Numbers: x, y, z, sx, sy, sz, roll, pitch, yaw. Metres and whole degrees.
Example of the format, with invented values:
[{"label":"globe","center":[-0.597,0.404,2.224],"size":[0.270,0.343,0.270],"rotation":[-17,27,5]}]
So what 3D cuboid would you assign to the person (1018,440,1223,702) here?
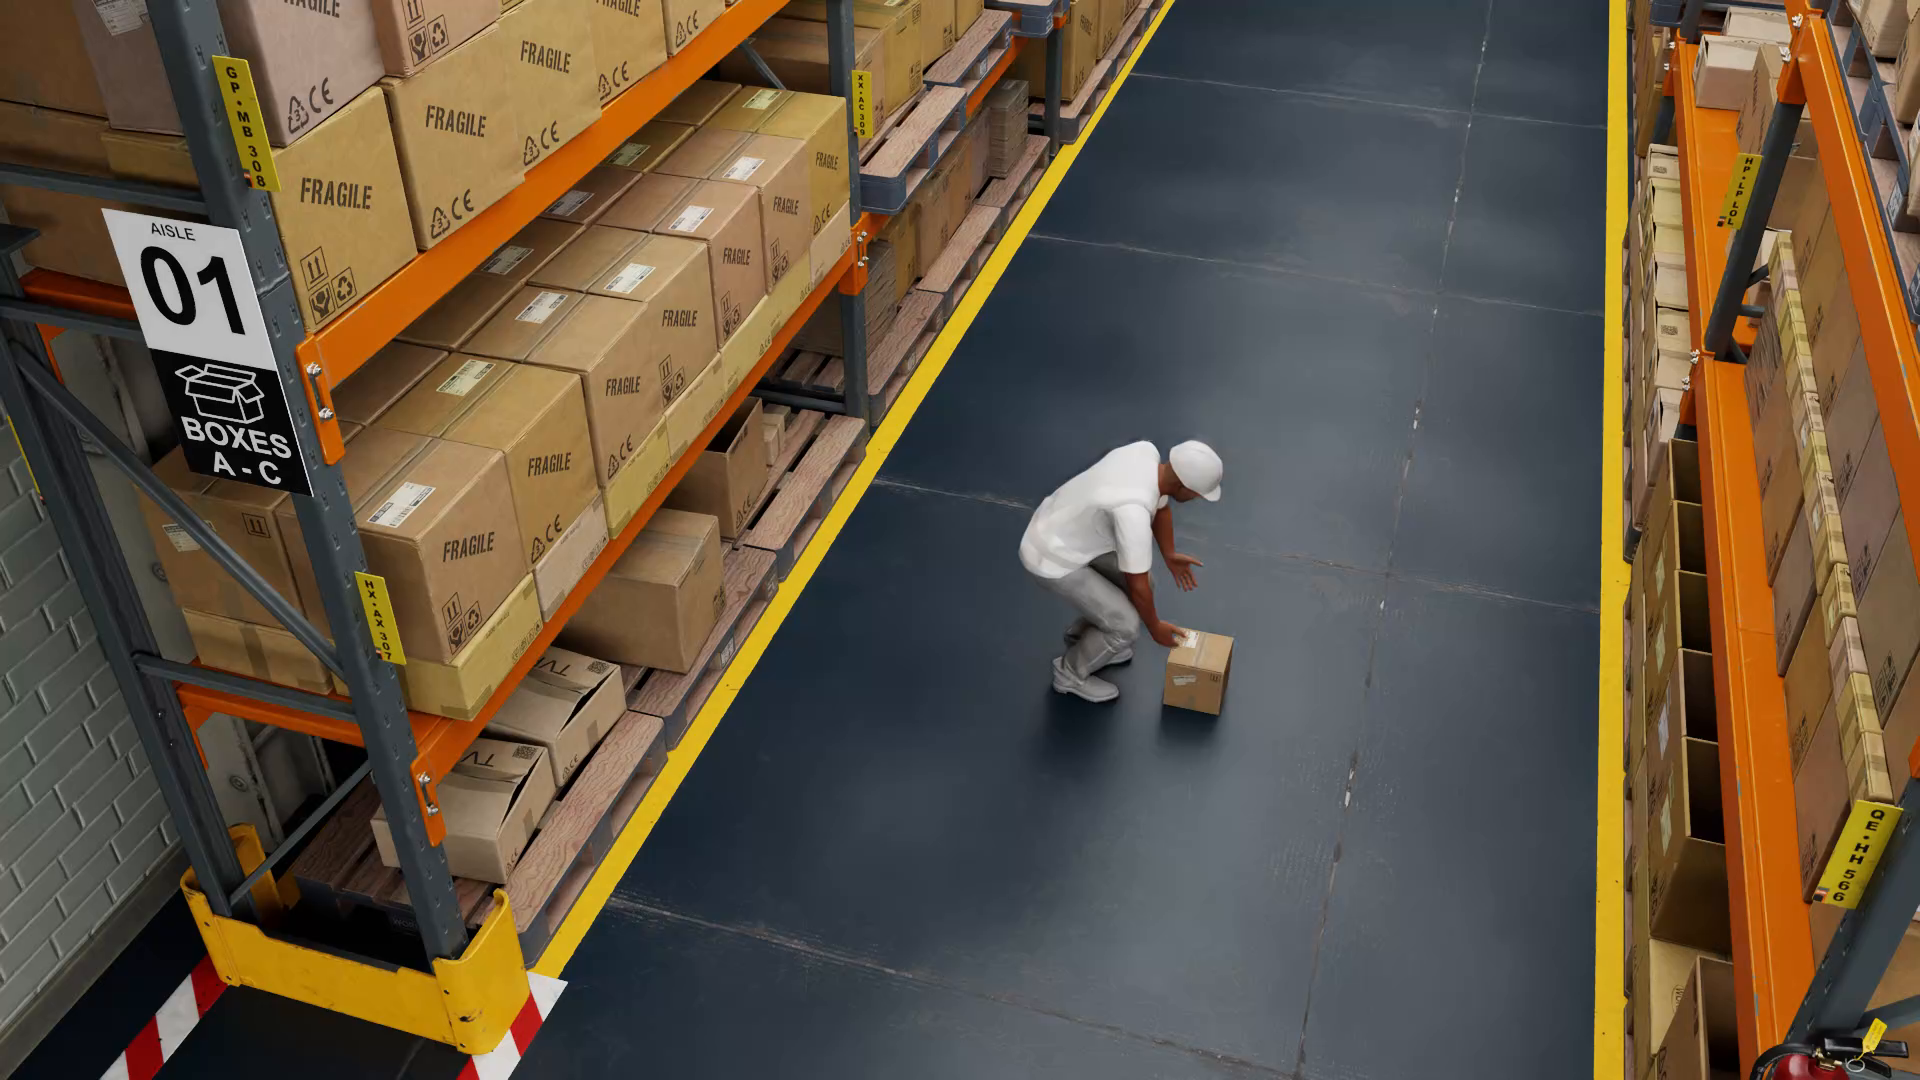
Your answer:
[{"label":"person","center":[0.679,0.074,7.177],"size":[0.817,1.283,0.627],"rotation":[11,38,14]}]
